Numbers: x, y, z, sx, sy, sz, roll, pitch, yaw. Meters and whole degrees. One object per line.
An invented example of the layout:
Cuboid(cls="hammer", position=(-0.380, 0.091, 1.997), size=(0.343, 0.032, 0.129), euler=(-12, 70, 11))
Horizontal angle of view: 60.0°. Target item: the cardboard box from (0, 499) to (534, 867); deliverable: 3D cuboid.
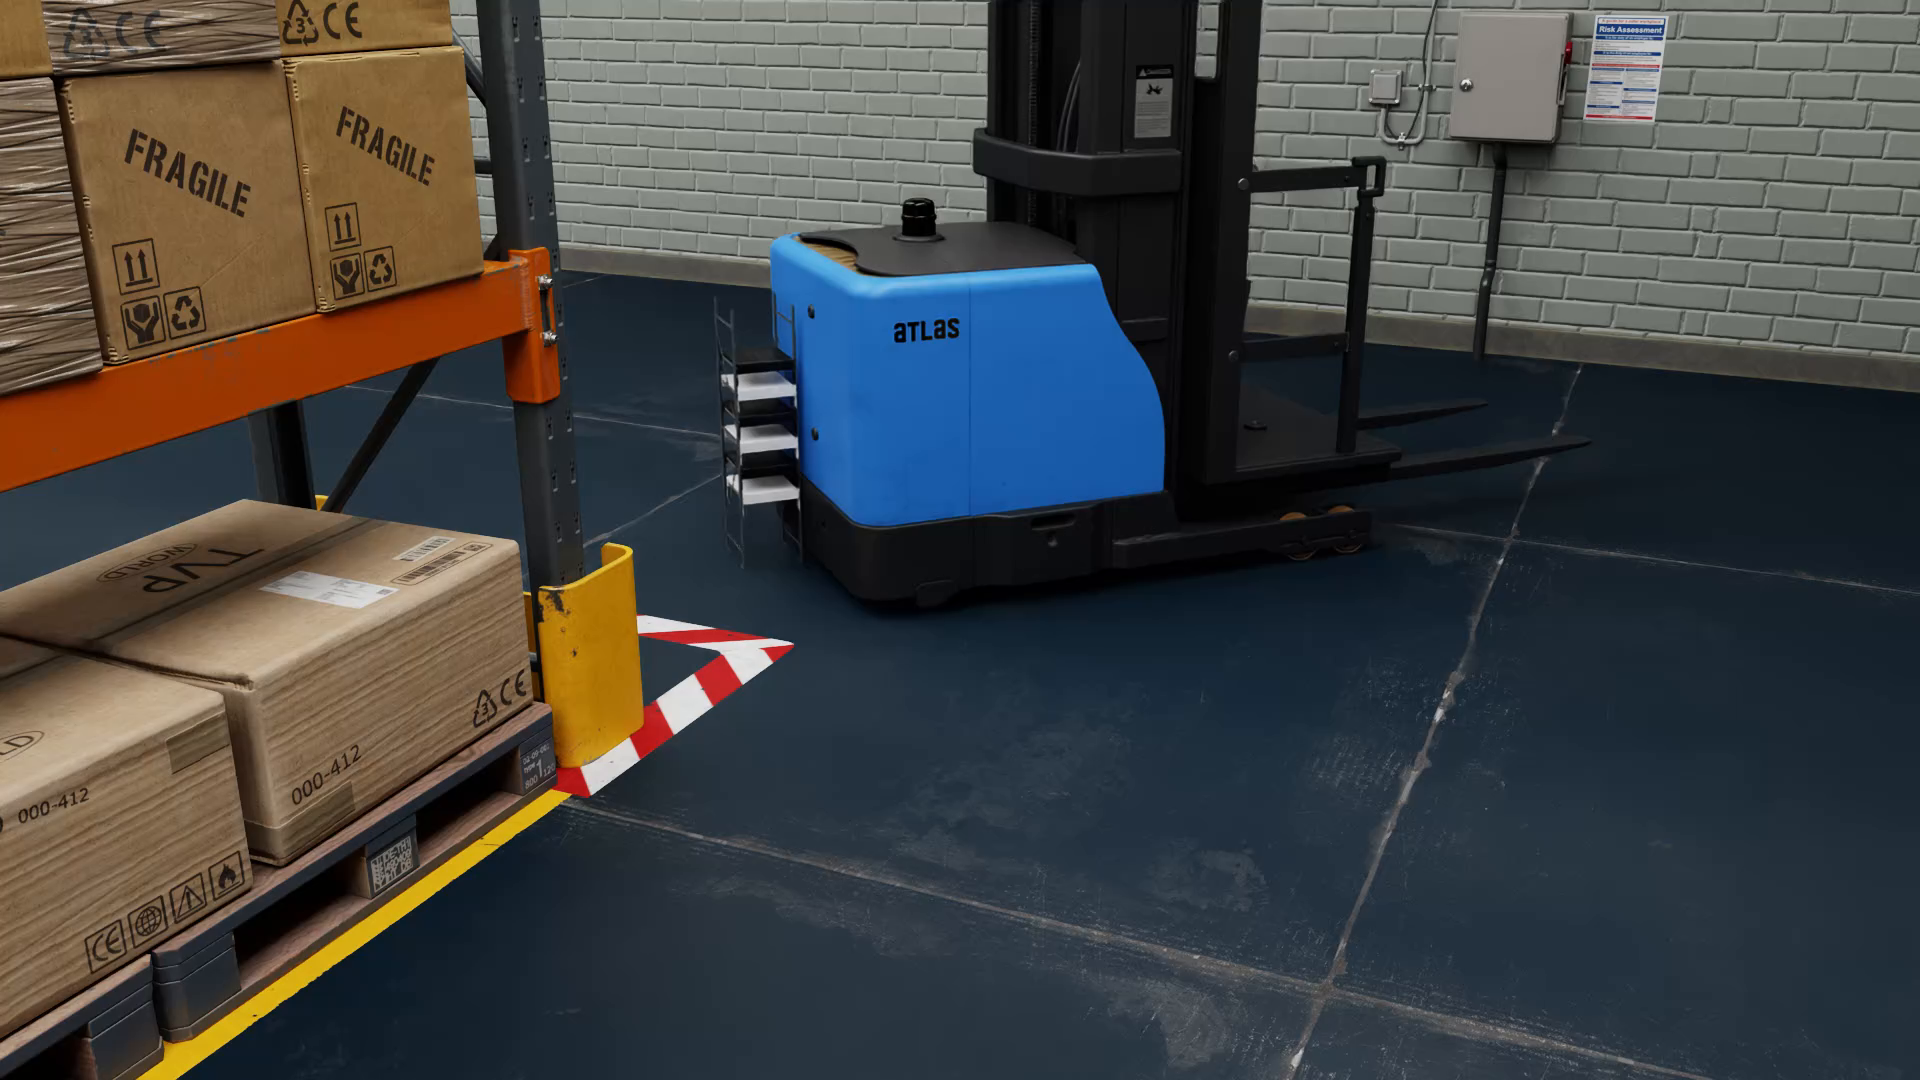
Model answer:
Cuboid(cls="cardboard box", position=(-1.636, 0.285, 3.888), size=(0.875, 0.438, 0.875), euler=(8, 21, 21))

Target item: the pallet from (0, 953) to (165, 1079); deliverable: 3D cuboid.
Cuboid(cls="pallet", position=(-2.214, 1.001, 2.840), size=(1.003, 0.211, 1.213), euler=(9, 21, 23))

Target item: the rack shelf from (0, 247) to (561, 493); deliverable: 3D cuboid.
Cuboid(cls="rack shelf", position=(-2.276, 0.011, 2.536), size=(1.077, 0.370, 4.000), euler=(9, 21, 23))

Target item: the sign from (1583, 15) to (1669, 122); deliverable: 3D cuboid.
Cuboid(cls="sign", position=(3.223, -2.285, 8.058), size=(0.329, 0.494, 0.001), euler=(9, 21, 23))

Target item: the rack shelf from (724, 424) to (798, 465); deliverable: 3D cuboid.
Cuboid(cls="rack shelf", position=(-0.684, -0.336, 5.671), size=(0.200, 0.077, 0.258), euler=(-8, 21, -21))

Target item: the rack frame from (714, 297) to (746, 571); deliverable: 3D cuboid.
Cuboid(cls="rack frame", position=(-0.778, -0.355, 5.623), size=(0.006, 0.900, 0.240), euler=(-8, 21, -21))

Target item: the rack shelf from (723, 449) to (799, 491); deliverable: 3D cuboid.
Cuboid(cls="rack shelf", position=(-0.684, -0.251, 5.701), size=(0.200, 0.077, 0.258), euler=(-8, 21, -21))

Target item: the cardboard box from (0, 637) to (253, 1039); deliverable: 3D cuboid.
Cuboid(cls="cardboard box", position=(-2.003, 0.566, 3.098), size=(0.875, 0.438, 0.875), euler=(9, 22, 24))

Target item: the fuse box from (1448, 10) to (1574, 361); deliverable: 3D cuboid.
Cuboid(cls="fuse box", position=(2.688, -1.727, 8.271), size=(0.539, 1.711, 0.414), euler=(9, 21, 23))

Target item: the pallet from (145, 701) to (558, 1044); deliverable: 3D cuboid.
Cuboid(cls="pallet", position=(-1.713, 0.629, 3.885), size=(1.003, 0.211, 1.213), euler=(9, 21, 23))

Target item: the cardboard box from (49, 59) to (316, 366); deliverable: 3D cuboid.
Cuboid(cls="cardboard box", position=(-1.632, -0.652, 3.176), size=(0.500, 0.500, 0.500), euler=(8, 21, 22))

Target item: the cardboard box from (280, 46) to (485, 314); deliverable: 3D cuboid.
Cuboid(cls="cardboard box", position=(-1.413, -0.803, 3.601), size=(0.500, 0.500, 0.500), euler=(9, 21, 23))

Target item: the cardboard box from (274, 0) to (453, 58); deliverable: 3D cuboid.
Cuboid(cls="cardboard box", position=(-1.437, -1.278, 3.444), size=(0.500, 0.500, 0.500), euler=(9, 22, 24))

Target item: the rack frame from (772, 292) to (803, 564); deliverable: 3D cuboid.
Cuboid(cls="rack frame", position=(-0.590, -0.380, 5.695), size=(0.006, 0.900, 0.240), euler=(-8, 21, -21))

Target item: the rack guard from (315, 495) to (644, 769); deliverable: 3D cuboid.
Cuboid(cls="rack guard", position=(-1.447, 0.231, 4.574), size=(1.175, 0.500, 0.348), euler=(9, 21, 23))

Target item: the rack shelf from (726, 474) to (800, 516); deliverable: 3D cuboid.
Cuboid(cls="rack shelf", position=(-0.684, -0.167, 5.731), size=(0.200, 0.077, 0.258), euler=(-8, 21, -21))

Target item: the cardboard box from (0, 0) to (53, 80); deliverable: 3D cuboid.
Cuboid(cls="cardboard box", position=(-1.829, -0.963, 2.560), size=(0.500, 0.500, 0.500), euler=(8, 21, 22))

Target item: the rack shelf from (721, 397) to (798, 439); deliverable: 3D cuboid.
Cuboid(cls="rack shelf", position=(-0.684, -0.421, 5.640), size=(0.200, 0.077, 0.258), euler=(-8, 21, -21))

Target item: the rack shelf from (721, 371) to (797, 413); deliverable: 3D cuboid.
Cuboid(cls="rack shelf", position=(-0.684, -0.506, 5.610), size=(0.200, 0.077, 0.258), euler=(-8, 21, -21))

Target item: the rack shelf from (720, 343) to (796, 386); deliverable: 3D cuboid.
Cuboid(cls="rack shelf", position=(-0.684, -0.591, 5.580), size=(0.200, 0.077, 0.258), euler=(-8, 21, -21))

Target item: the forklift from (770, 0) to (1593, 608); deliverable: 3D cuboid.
Cuboid(cls="forklift", position=(0.901, -1.464, 5.712), size=(3.031, 2.935, 1.130), euler=(-8, 21, -21))

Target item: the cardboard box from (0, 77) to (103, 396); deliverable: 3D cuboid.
Cuboid(cls="cardboard box", position=(-1.834, -0.493, 2.730), size=(0.500, 0.500, 0.500), euler=(9, 22, 24))

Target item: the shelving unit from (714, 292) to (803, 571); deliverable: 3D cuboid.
Cuboid(cls="shelving unit", position=(-0.684, -0.368, 5.659), size=(0.210, 0.900, 0.258), euler=(-8, 21, -21))

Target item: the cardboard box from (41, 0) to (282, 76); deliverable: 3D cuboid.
Cuboid(cls="cardboard box", position=(-1.624, -1.114, 2.984), size=(0.500, 0.500, 0.500), euler=(9, 21, 23))

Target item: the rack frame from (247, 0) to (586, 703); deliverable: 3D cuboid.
Cuboid(cls="rack frame", position=(-1.457, -0.940, 4.135), size=(1.000, 3.000, 0.127), euler=(9, 21, 23))

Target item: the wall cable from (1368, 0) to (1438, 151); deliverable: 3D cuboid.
Cuboid(cls="wall cable", position=(2.130, -2.954, 8.283), size=(0.588, 1.984, 0.122), euler=(9, 21, 23))
